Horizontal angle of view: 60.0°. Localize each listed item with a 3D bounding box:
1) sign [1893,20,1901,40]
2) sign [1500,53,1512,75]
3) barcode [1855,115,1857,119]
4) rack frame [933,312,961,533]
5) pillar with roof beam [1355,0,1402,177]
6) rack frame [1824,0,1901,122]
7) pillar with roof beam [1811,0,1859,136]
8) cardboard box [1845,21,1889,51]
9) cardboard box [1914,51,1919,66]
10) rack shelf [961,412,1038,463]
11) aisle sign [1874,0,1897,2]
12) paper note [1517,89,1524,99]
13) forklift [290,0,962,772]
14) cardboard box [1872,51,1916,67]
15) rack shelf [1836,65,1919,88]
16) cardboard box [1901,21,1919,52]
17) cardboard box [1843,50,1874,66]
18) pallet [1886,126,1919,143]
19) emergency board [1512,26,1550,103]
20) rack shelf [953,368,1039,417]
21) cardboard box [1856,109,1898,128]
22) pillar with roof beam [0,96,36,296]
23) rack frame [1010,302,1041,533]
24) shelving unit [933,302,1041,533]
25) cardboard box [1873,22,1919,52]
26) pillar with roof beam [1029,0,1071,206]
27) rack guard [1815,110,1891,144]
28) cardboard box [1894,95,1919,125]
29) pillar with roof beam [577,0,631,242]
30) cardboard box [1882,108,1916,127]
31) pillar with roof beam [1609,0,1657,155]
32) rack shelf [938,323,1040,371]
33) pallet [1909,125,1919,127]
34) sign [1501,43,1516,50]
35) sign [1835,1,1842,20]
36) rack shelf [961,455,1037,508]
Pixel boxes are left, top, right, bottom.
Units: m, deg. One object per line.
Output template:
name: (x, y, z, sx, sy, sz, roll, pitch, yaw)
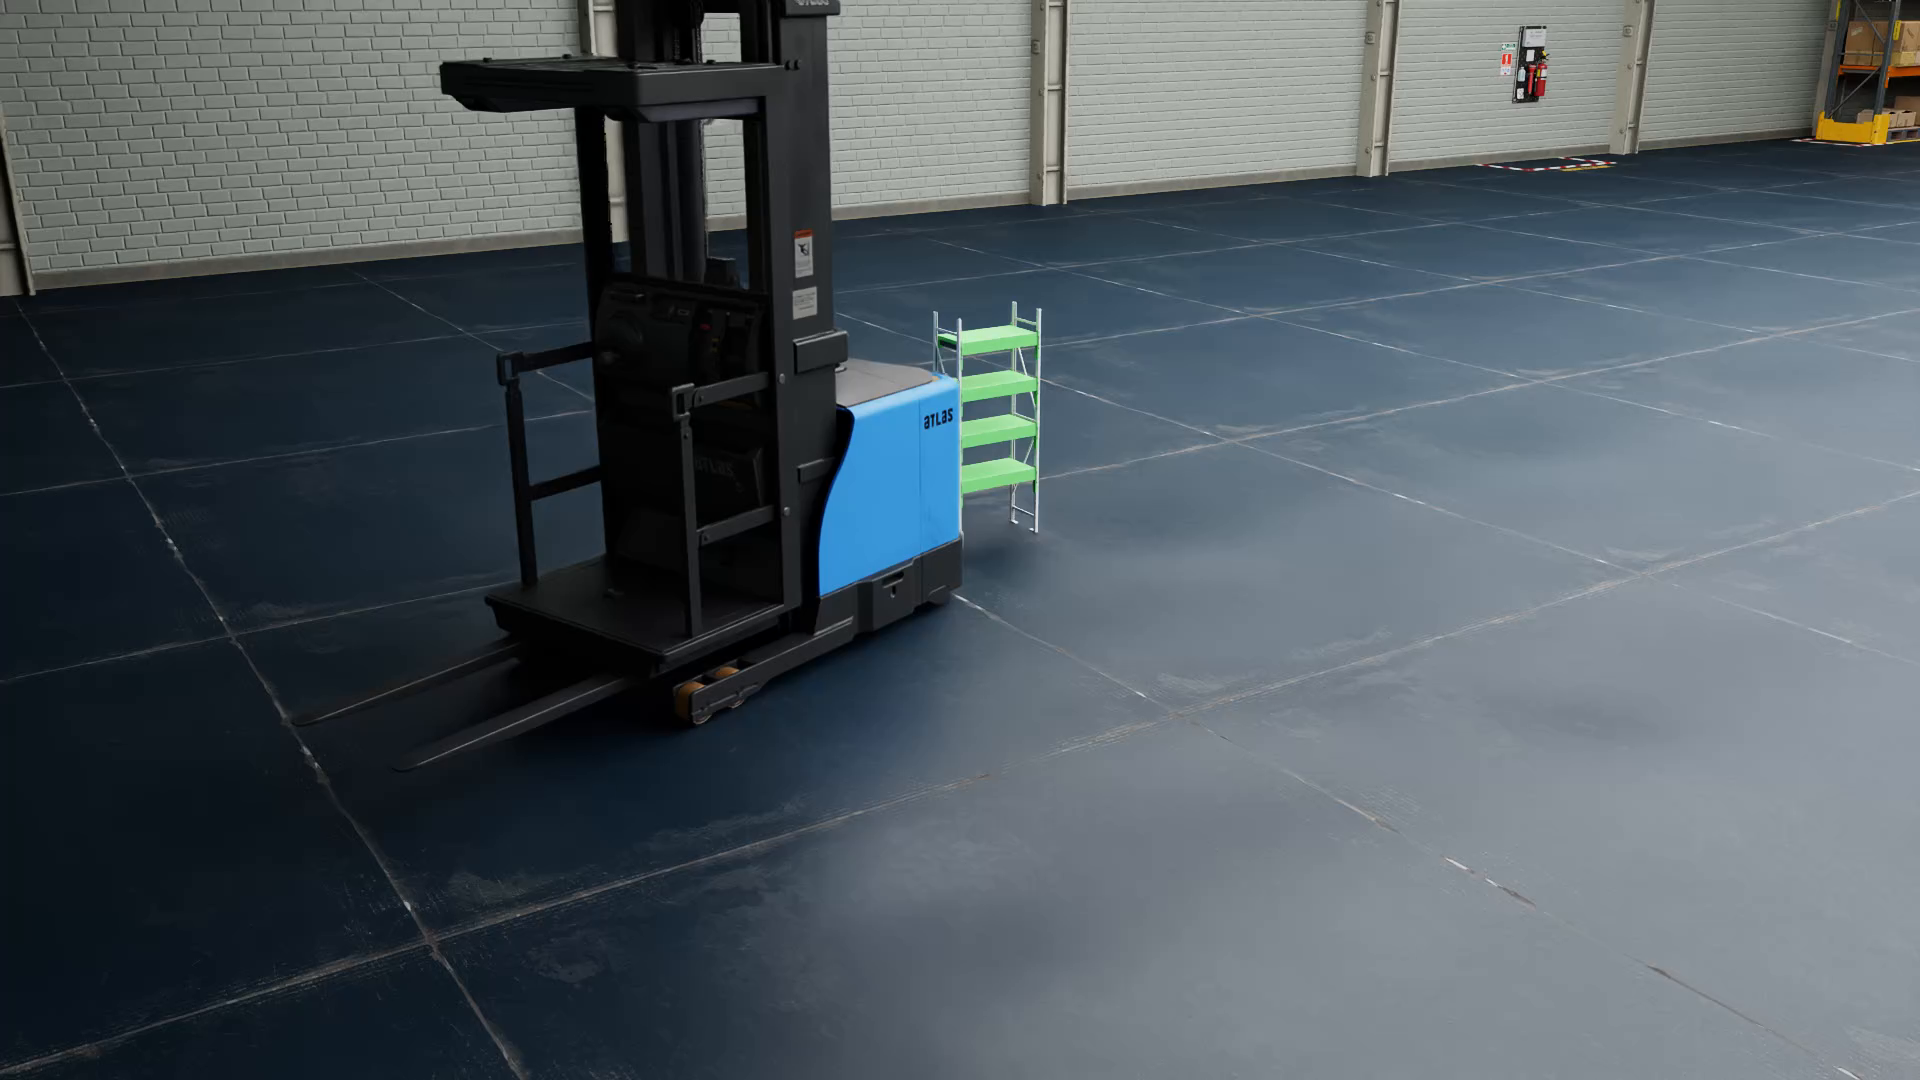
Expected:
sign: (16.373, -8.910, 29.066, 0.005, 0.325, 0.100, -12, 22, -31)
sign: (8.569, -7.465, 26.087, 0.234, 0.329, 0.001, -12, 22, -31)
barcode: (16.497, -7.792, 30.607, 0.075, 0.075, 0.001, -12, 22, -31)
rack frame: (-0.066, -0.555, 8.512, 0.015, 1.200, 0.240, -12, 22, -31)
pillar with roof beam: (8.529, -8.577, 20.064, 0.400, 9.000, 9.100, -12, 22, -31)
rack frame: (16.074, -8.645, 29.633, 0.127, 3.000, 1.000, -12, 22, -31)
pillar with roof beam: (18.551, -10.690, 26.316, 0.400, 9.000, 9.100, -12, 22, -31)
cardboard box: (16.351, -9.079, 29.948, 0.500, 0.500, 0.500, -12, 22, -32)
cardboard box: (17.082, -8.680, 29.939, 0.500, 0.250, 0.500, -13, 22, -33)
rack shelf: (0.138, -0.537, 8.659, 0.480, 0.148, 0.258, -12, 22, -31)
aisle sign: (16.179, -9.784, 28.942, 0.004, 0.787, 0.394, -12, 22, -31)
paper note: (8.902, -7.088, 26.403, 0.142, 0.148, 0.016, -12, 22, -31)
forklift: (-1.276, -0.836, 6.640, 1.130, 2.935, 3.031, 14, 23, 35)
cardboard box: (16.657, -8.585, 29.657, 0.500, 0.250, 0.500, -13, 22, -33)
rack shelf: (17.745, -8.657, 30.791, 4.000, 0.370, 1.077, -12, 22, -31)
cardboard box: (17.057, -9.027, 29.795, 0.500, 0.500, 0.500, -12, 22, -31)
cardboard box: (16.358, -8.718, 30.051, 0.500, 0.250, 0.500, -12, 22, -31)
pallet: (16.836, -7.471, 30.515, 1.213, 0.211, 1.003, -12, 22, -31)
emergency board: (9.087, -7.518, 26.299, 0.643, 1.169, 0.194, -12, 22, -31)
rack shelf: (0.138, -0.764, 8.582, 0.480, 0.148, 0.258, -12, 22, -31)
cardboard box: (16.702, -7.678, 30.283, 0.500, 0.311, 0.500, -15, 24, -37)
pillar with roof beam: (-6.504, -5.406, 10.685, 0.400, 9.000, 9.100, -12, 22, -31)
rack frame: (0.342, -0.641, 8.766, 0.015, 1.200, 0.240, -12, 22, -31)
shelving unit: (0.138, -0.598, 8.639, 0.503, 1.200, 0.258, -12, 22, -31)
cardboard box: (16.638, -8.943, 29.545, 0.500, 0.500, 0.500, -12, 22, -31)
pillar with roof beam: (3.518, -7.520, 16.937, 0.400, 9.000, 9.100, -12, 22, -31)
rack guard: (16.138, -7.475, 30.073, 0.348, 0.500, 1.175, -12, 22, -31)
cardboard box: (17.818, -7.984, 30.892, 0.500, 0.500, 0.700, -14, 23, -35)
pillar with roof beam: (-1.493, -6.463, 13.811, 0.400, 9.000, 9.100, -12, 22, -31)
cardboard box: (17.178, -7.778, 30.580, 0.500, 0.311, 0.500, -10, 21, -27)
pillar with roof beam: (13.540, -9.634, 23.190, 0.400, 9.000, 9.100, -12, 22, -31)
rack shelf: (0.138, -0.992, 8.506, 0.480, 0.148, 0.258, -12, 22, -31)
pallet: (17.854, -7.685, 31.147, 1.213, 0.211, 1.003, -12, 22, -31)
sign: (8.578, -7.715, 25.997, 0.331, 0.109, 0.001, -12, 22, -31)
sign: (15.786, -9.496, 29.847, 0.005, 0.325, 0.100, -12, 22, -31)
rack shelf: (0.138, -0.310, 8.736, 0.480, 0.148, 0.258, -12, 22, -31)
